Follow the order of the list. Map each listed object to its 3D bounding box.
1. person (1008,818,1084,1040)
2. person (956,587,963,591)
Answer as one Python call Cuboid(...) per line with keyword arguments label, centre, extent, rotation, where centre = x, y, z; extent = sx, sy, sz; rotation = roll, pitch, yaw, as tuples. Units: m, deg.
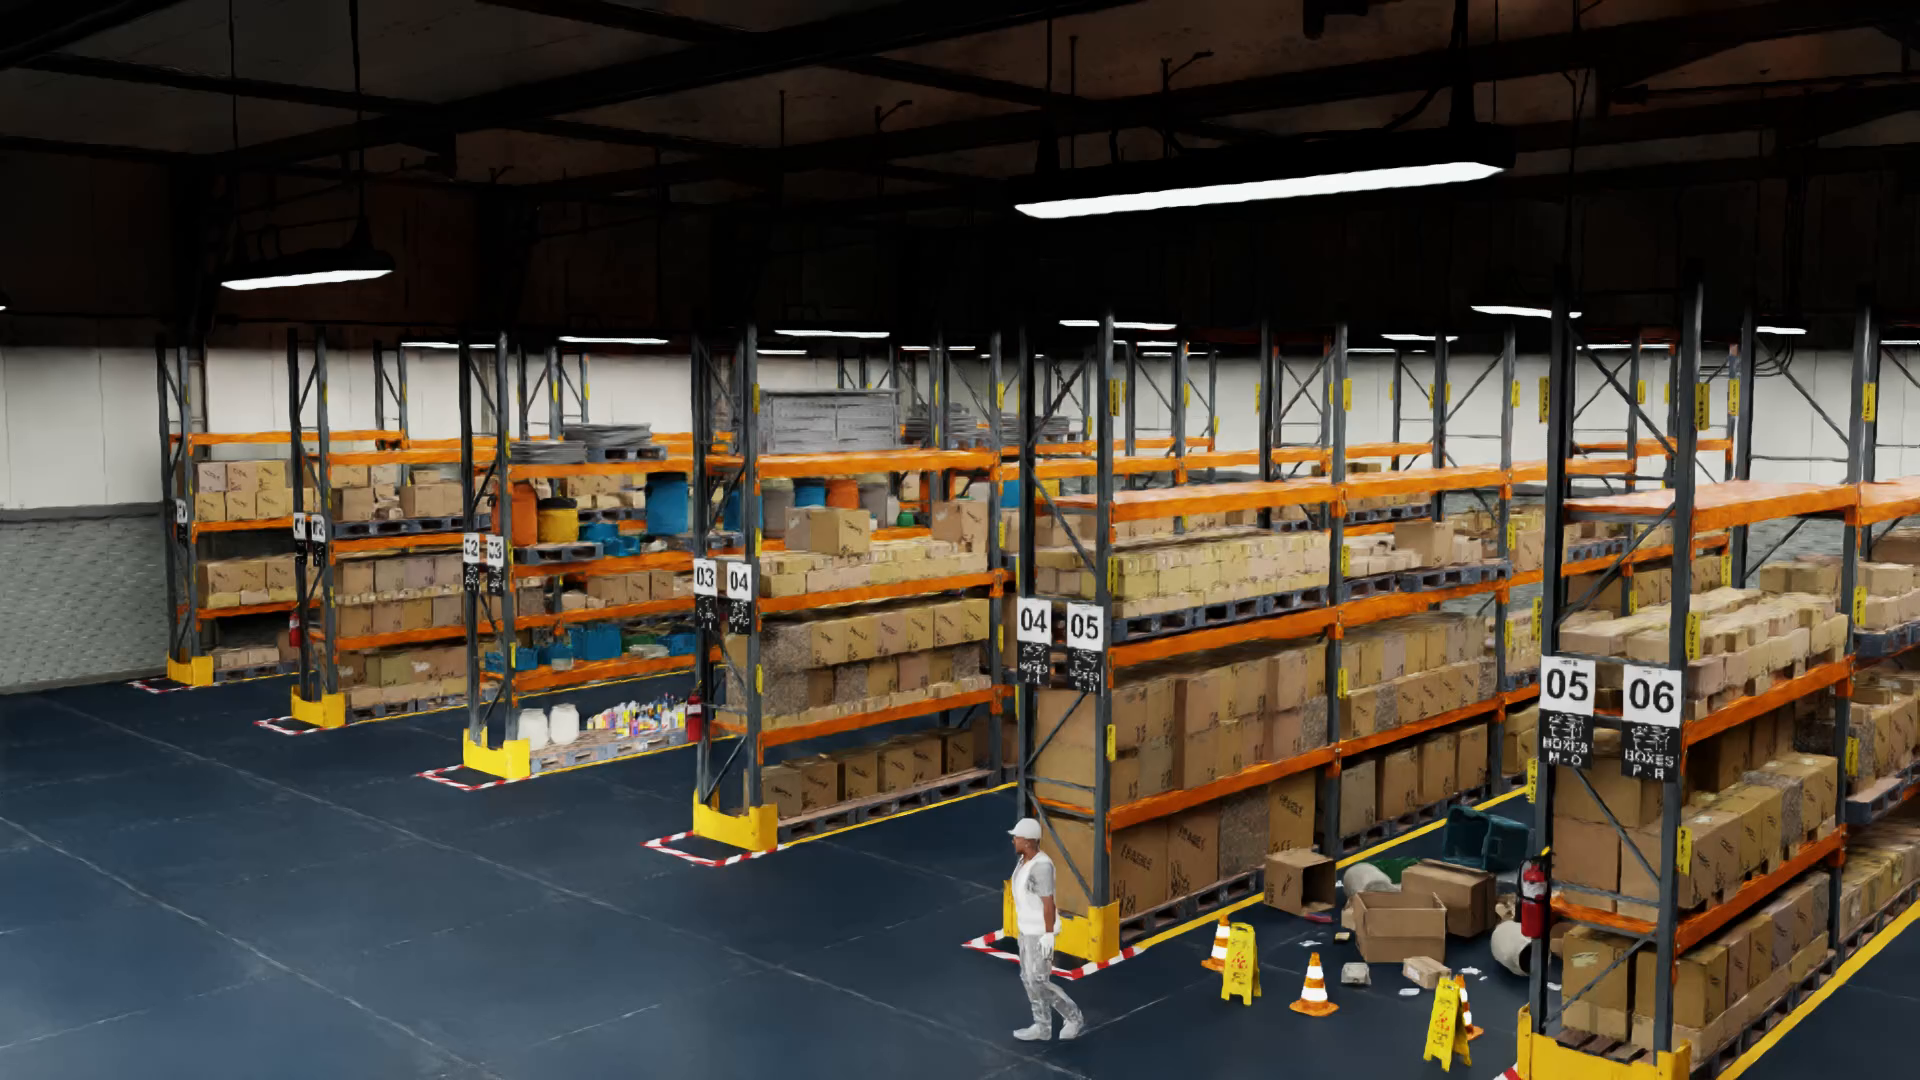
Cuboid(label="person", centre=(0.674, 3.061, 13.066), extent=(0.576, 1.774, 0.601), rotation=(-1, 5, -11))
Cuboid(label="person", centre=(0.179, 1.317, 32.182), extent=(0.677, 1.674, 0.534), rotation=(5, 7, 41))
